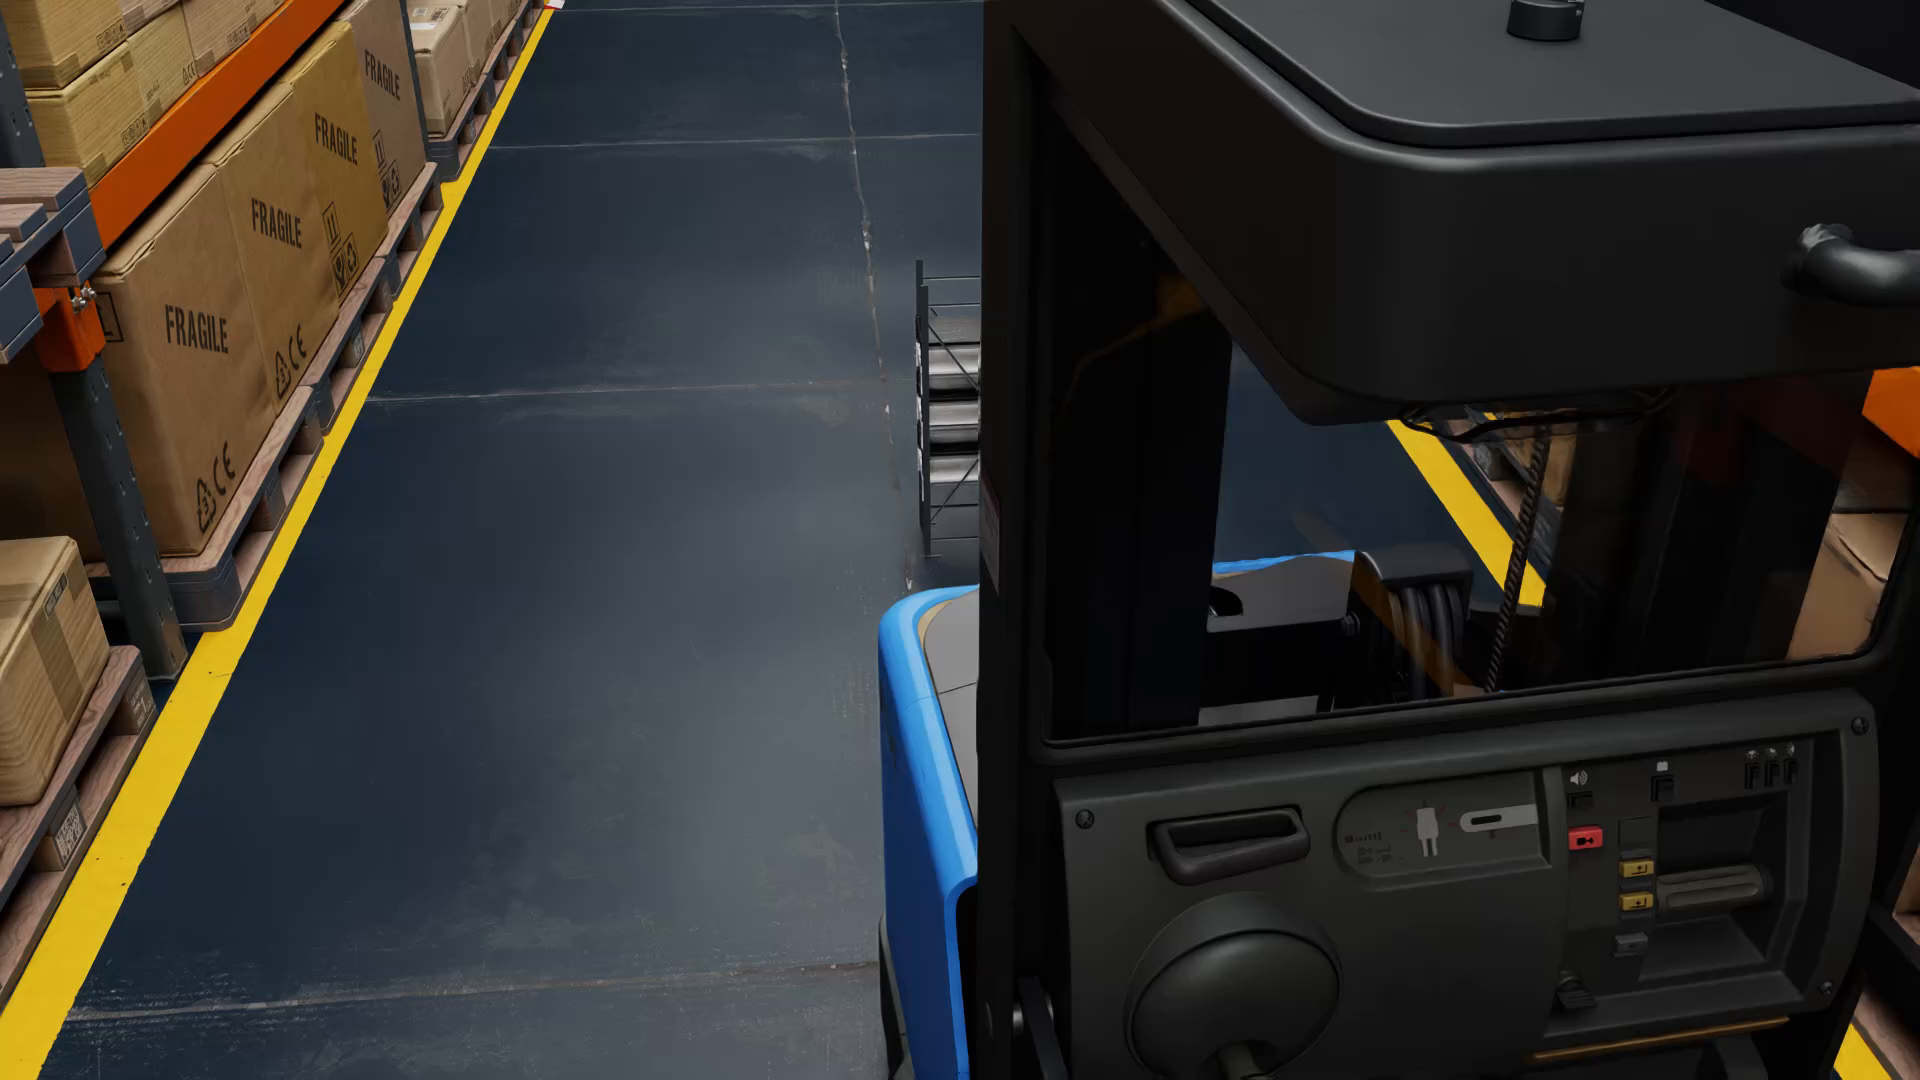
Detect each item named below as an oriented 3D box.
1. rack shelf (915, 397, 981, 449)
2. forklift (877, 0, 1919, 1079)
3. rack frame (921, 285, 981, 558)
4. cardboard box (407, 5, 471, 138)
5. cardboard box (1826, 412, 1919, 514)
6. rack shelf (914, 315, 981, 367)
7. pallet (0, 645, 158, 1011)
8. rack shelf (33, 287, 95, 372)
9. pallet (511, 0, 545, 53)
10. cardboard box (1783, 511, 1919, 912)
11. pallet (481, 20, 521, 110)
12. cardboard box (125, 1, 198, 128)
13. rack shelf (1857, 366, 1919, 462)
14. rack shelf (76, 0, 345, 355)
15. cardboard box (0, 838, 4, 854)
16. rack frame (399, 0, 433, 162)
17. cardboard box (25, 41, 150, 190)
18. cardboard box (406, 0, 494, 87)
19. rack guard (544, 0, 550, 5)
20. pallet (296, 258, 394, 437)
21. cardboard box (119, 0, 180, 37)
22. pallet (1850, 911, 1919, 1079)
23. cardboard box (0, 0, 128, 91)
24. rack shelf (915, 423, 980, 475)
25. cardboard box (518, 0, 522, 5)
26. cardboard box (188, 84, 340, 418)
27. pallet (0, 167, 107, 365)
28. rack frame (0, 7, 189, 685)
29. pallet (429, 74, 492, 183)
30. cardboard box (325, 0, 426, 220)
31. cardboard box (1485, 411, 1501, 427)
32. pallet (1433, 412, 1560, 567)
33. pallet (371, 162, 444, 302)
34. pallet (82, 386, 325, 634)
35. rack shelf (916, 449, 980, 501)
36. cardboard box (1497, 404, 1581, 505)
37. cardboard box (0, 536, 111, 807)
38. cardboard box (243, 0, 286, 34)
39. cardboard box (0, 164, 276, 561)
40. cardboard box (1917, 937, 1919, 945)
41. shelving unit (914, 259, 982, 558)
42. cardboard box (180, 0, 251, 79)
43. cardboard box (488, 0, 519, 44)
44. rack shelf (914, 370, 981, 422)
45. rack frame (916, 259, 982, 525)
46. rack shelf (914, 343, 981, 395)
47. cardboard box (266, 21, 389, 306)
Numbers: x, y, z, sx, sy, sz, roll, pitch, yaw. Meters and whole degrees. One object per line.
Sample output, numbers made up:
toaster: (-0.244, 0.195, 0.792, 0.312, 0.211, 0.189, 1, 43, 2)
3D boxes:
rack shelf: (-0.001, -0.362, 5.043, 0.258, 0.077, 0.200, -3, 31, -5)
forklift: (0.606, 0.456, 1.629, 1.130, 2.935, 3.031, -5, 31, -9)
rack frame: (0.009, -0.339, 4.939, 0.240, 0.900, 0.006, -3, 31, -5)
cardboard box: (-2.993, -2.349, 8.347, 0.875, 0.438, 0.875, -3, 31, -5)
cardboard box: (2.318, 0.018, 4.202, 0.875, 0.625, 0.625, -2, 31, -3)
rack shelf: (-0.001, -0.594, 4.905, 0.258, 0.077, 0.200, -3, 31, -5)
pallet: (-2.596, 0.695, 3.880, 1.003, 0.211, 1.213, -3, 31, -5)
rack shelf: (-2.481, 0.429, 2.308, 1.077, 0.370, 4.000, -3, 31, -5)
pallet: (-3.263, -3.384, 10.709, 1.003, 0.211, 1.213, -3, 31, -5)
cardboard box: (2.387, 0.351, 3.644, 0.875, 0.625, 0.625, -2, 31, -3)
pallet: (-3.152, -2.762, 9.669, 1.003, 0.211, 1.213, -3, 31, -5)
cardboard box: (-2.529, -1.360, 4.748, 0.500, 0.250, 0.500, -4, 31, -6)
rack shelf: (2.461, 0.189, 2.710, 1.077, 0.370, 4.000, -3, 31, -5)
rack shelf: (-2.855, -1.613, 5.727, 1.077, 0.370, 4.000, -3, 31, -5)
cardboard box: (-2.548, 0.712, 3.286, 0.950, 0.372, 0.625, -3, 31, -6)
rack frame: (-3.042, -2.943, 7.252, 1.000, 3.000, 0.127, -3, 31, -5)
cardboard box: (-2.463, -1.099, 4.310, 0.500, 0.250, 0.500, -3, 31, -5)
cardboard box: (-3.078, -2.806, 9.112, 0.875, 0.438, 0.875, -4, 31, -6)
rack guard: (-3.418, -3.925, 11.333, 1.175, 0.500, 0.348, -3, 31, -5)
pallet: (-2.777, -0.731, 6.269, 1.003, 0.211, 1.213, -3, 31, -5)
cardboard box: (-2.517, -1.586, 4.638, 0.500, 0.250, 0.500, -2, 31, -3)
pallet: (2.423, 1.100, 3.203, 1.003, 0.211, 1.213, -3, 31, -5)
cardboard box: (-2.469, -1.322, 4.197, 0.500, 0.250, 0.500, -3, 31, -5)
rack shelf: (-0.001, -0.285, 5.089, 0.258, 0.077, 0.200, -3, 31, -5)
cardboard box: (-3.254, -3.734, 10.665, 0.875, 0.438, 0.875, -4, 31, -6)
cardboard box: (-2.729, -0.981, 5.630, 0.875, 0.875, 0.875, -2, 31, -4)
pallet: (-2.495, -0.460, 3.282, 1.213, 0.211, 1.003, -3, 31, -5)
rack frame: (-2.668, -0.901, 3.833, 1.000, 3.000, 0.127, -3, 31, -5)
pallet: (-3.035, -2.138, 8.624, 1.003, 0.211, 1.213, -3, 31, -5)
cardboard box: (-2.904, -1.899, 7.166, 0.875, 0.875, 0.875, -2, 31, -3)
cardboard box: (1.984, -0.709, 5.541, 0.500, 0.500, 0.500, -3, 31, -5)
pallet: (2.242, -0.327, 5.591, 1.003, 0.211, 1.213, -3, 31, -5)
pallet: (-2.895, -1.356, 7.314, 1.003, 0.211, 1.213, -3, 31, -5)
pallet: (-2.667, -0.110, 5.228, 1.003, 0.211, 1.213, -3, 31, -5)
rack shelf: (-0.001, -0.207, 5.136, 0.258, 0.077, 0.200, -3, 31, -5)
cardboard box: (2.020, -0.453, 5.112, 0.500, 0.500, 0.500, -2, 31, -3)
cardboard box: (-2.625, 0.336, 3.916, 0.950, 0.372, 0.625, -5, 31, -8)
cardboard box: (-2.622, -1.880, 5.618, 0.500, 0.250, 0.500, -3, 31, -5)
cardboard box: (-2.650, -0.526, 4.868, 0.875, 0.875, 0.875, -3, 31, -5)
cardboard box: (2.450, 0.695, 3.068, 0.875, 0.625, 0.625, -4, 31, -7)
shelving unit: (-0.001, -0.390, 5.026, 0.258, 0.900, 0.210, -3, 31, -5)
cardboard box: (-2.572, -1.628, 5.197, 0.500, 0.250, 0.500, -2, 31, -3)
cardboard box: (-3.160, -3.267, 9.883, 0.875, 0.438, 0.875, -2, 31, -3)
rack shelf: (-0.001, -0.439, 4.997, 0.258, 0.077, 0.200, -3, 31, -5)
rack frame: (-0.010, -0.442, 5.113, 0.240, 0.900, 0.006, -3, 31, -5)
rack shelf: (-0.001, -0.516, 4.951, 0.258, 0.077, 0.200, -3, 31, -5)
cardboard box: (-2.812, -1.438, 6.394, 0.875, 0.875, 0.875, -2, 31, -3)
